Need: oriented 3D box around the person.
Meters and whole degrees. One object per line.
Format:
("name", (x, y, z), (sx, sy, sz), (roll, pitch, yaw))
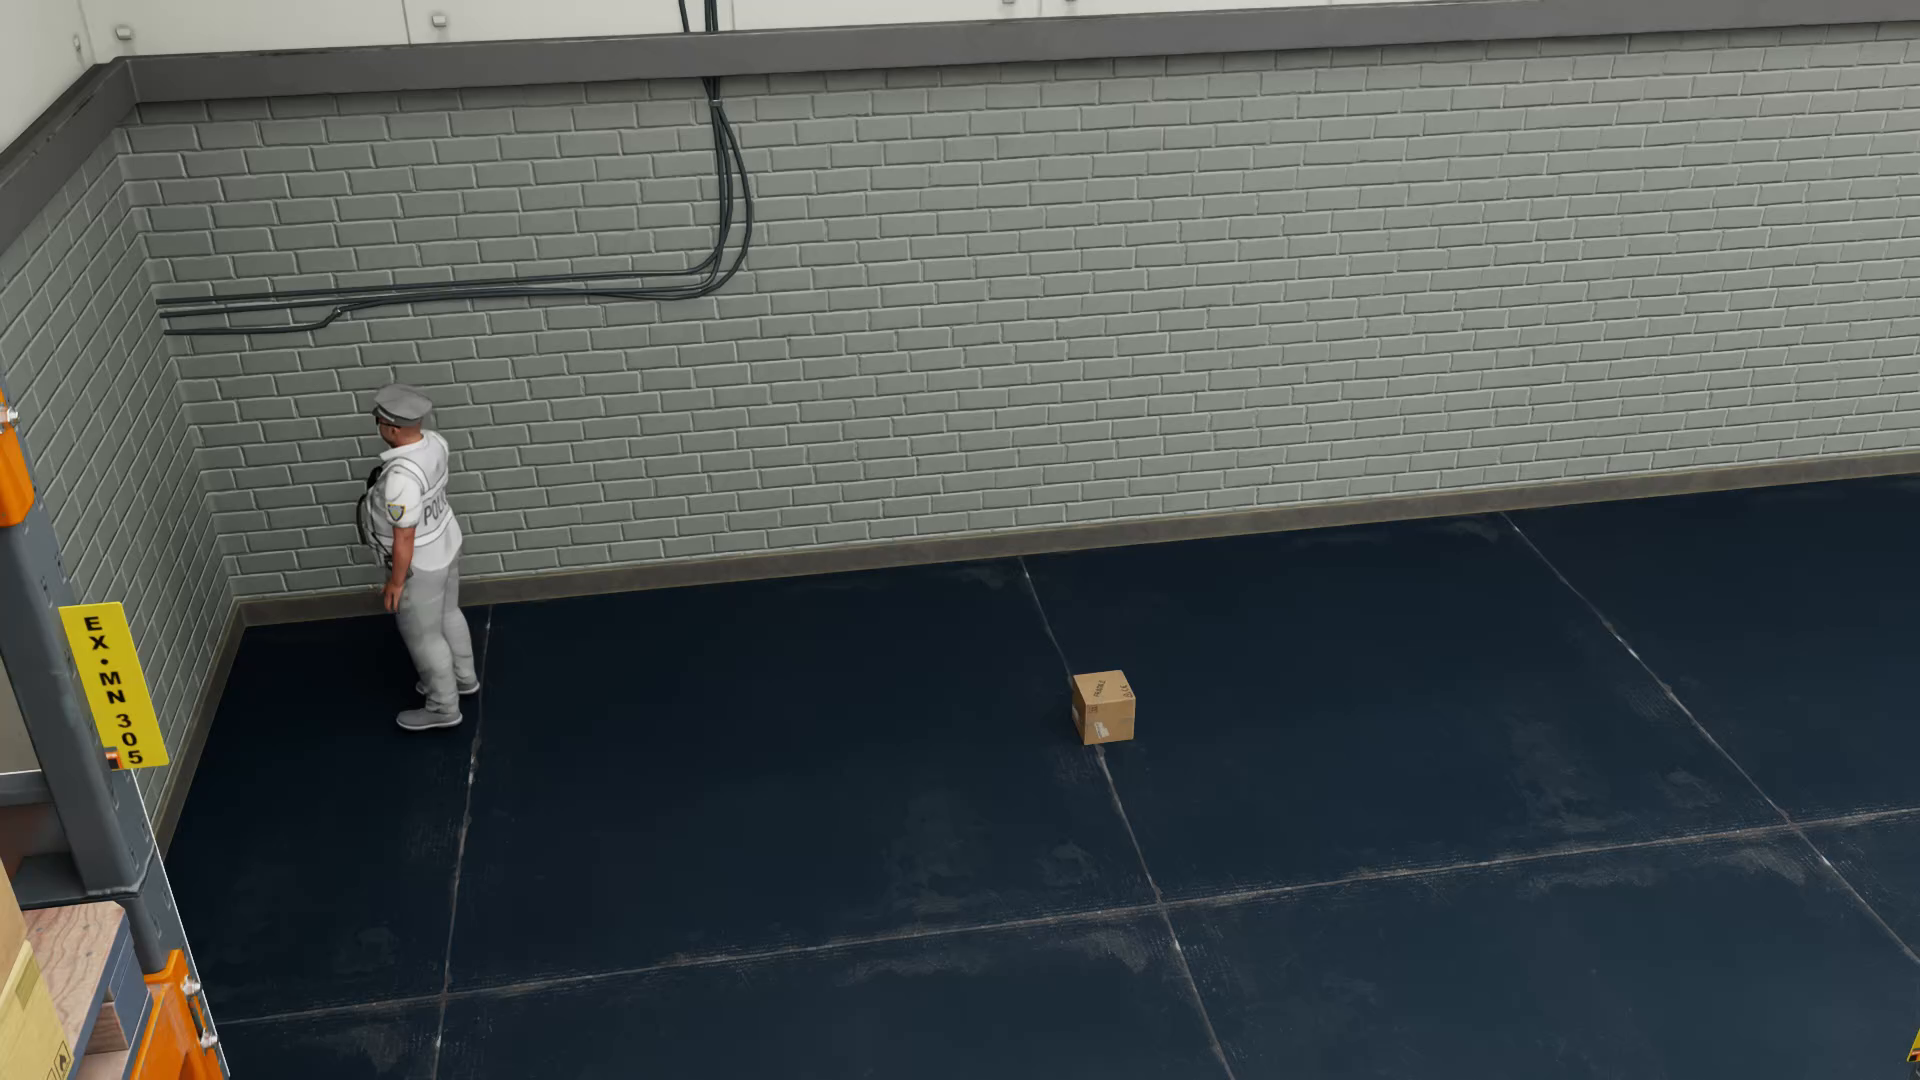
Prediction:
("person", (-2.596, 0.079, 7.938), (0.402, 1.783, 0.535), (1, 31, 2))
